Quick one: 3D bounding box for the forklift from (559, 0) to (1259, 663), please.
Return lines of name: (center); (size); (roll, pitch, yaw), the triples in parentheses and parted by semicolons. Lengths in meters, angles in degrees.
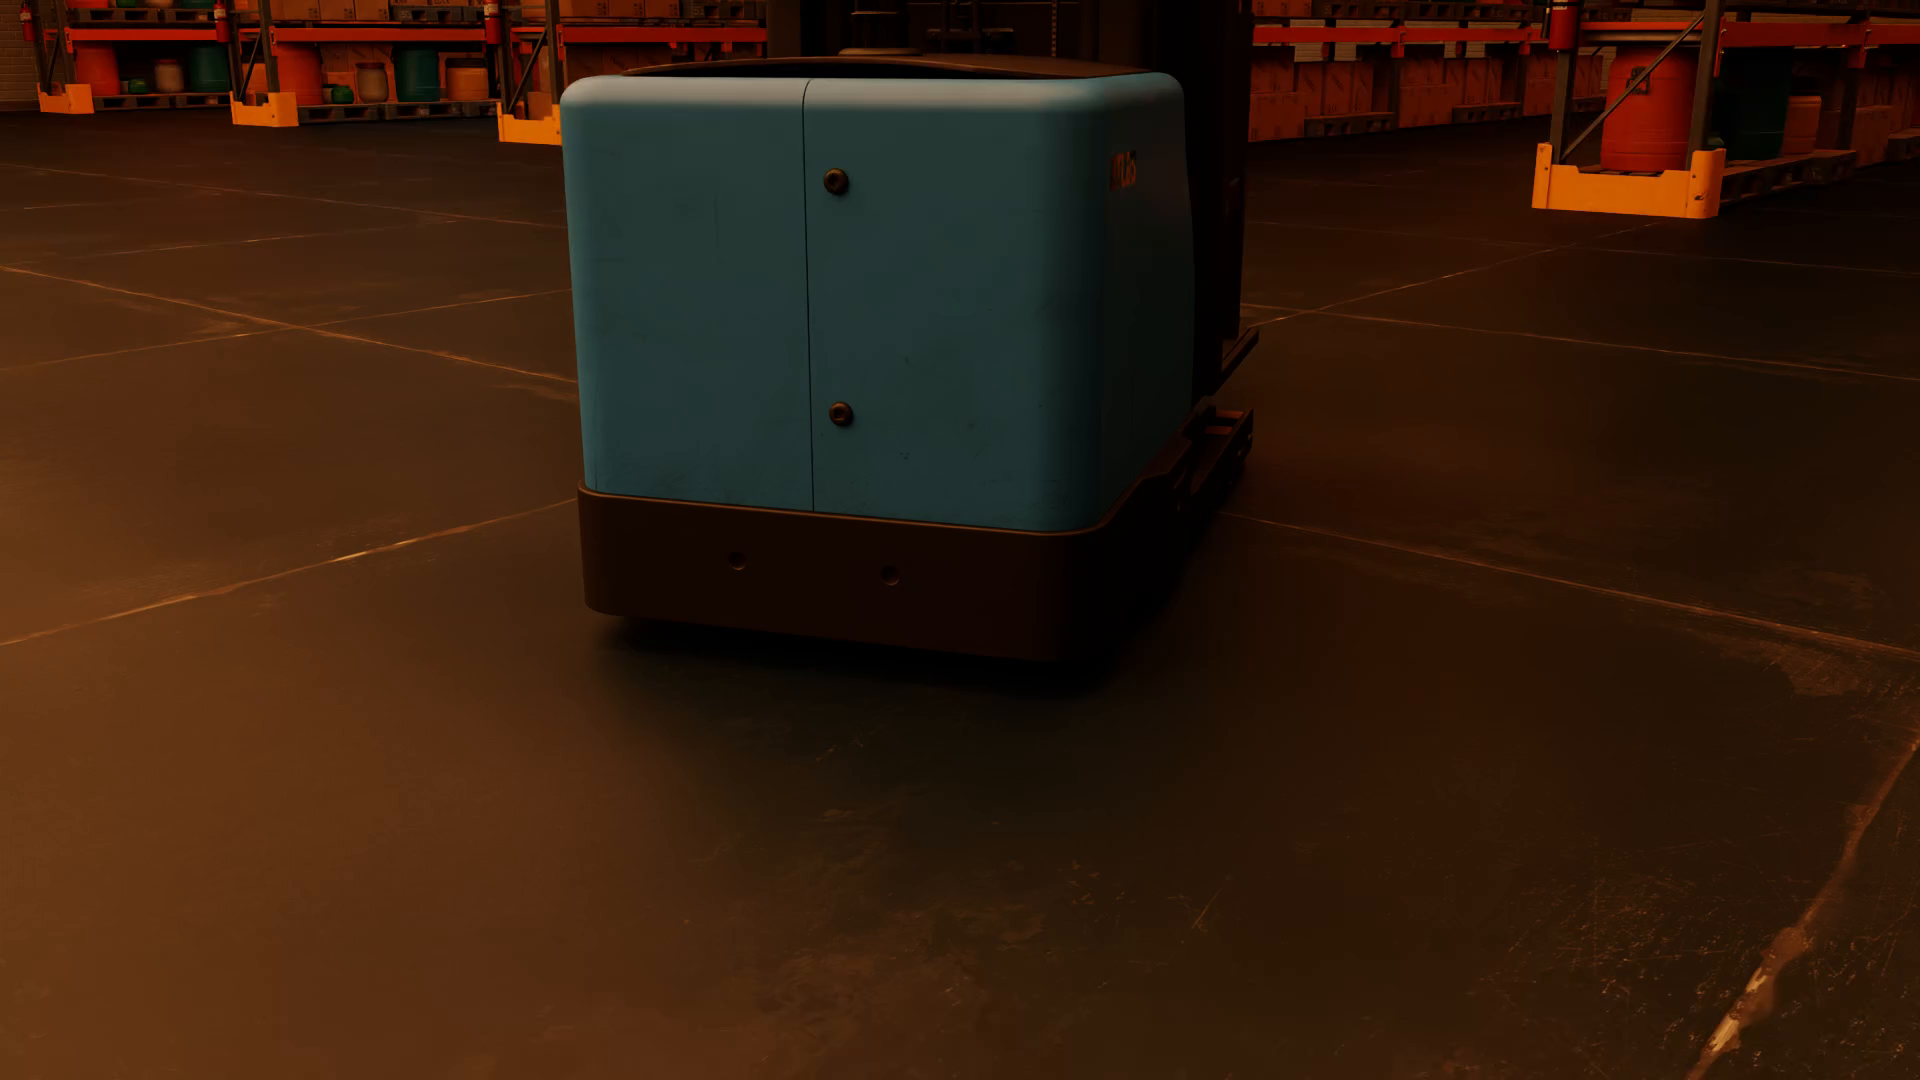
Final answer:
forklift: (0.182, -1.571, 4.072); (1.130, 2.935, 3.031); (5, 18, 17)
